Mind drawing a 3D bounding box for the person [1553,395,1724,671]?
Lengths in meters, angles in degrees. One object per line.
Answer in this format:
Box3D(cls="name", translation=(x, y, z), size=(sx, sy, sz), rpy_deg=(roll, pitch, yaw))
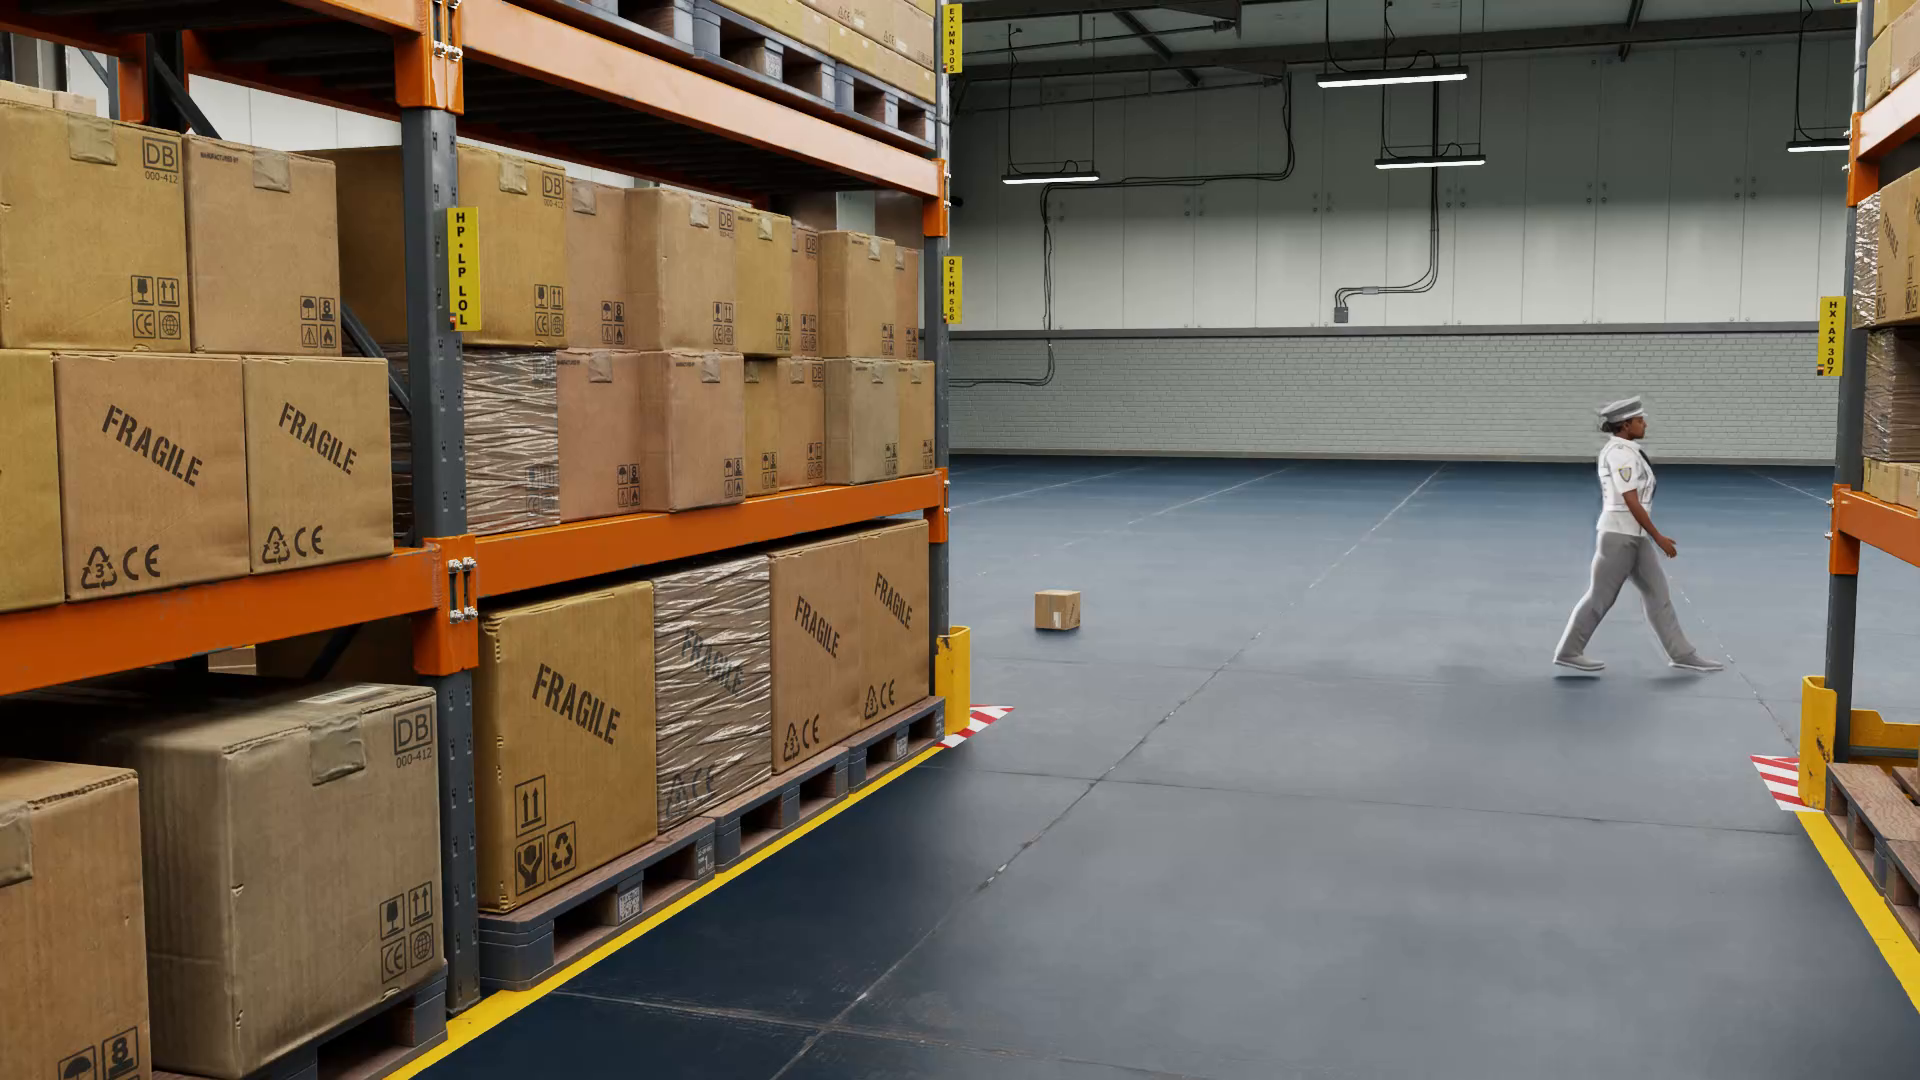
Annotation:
Box3D(cls="person", translation=(4.022, -0.030, 9.804), size=(0.937, 1.642, 0.458), rpy_deg=(2, 6, 24))
